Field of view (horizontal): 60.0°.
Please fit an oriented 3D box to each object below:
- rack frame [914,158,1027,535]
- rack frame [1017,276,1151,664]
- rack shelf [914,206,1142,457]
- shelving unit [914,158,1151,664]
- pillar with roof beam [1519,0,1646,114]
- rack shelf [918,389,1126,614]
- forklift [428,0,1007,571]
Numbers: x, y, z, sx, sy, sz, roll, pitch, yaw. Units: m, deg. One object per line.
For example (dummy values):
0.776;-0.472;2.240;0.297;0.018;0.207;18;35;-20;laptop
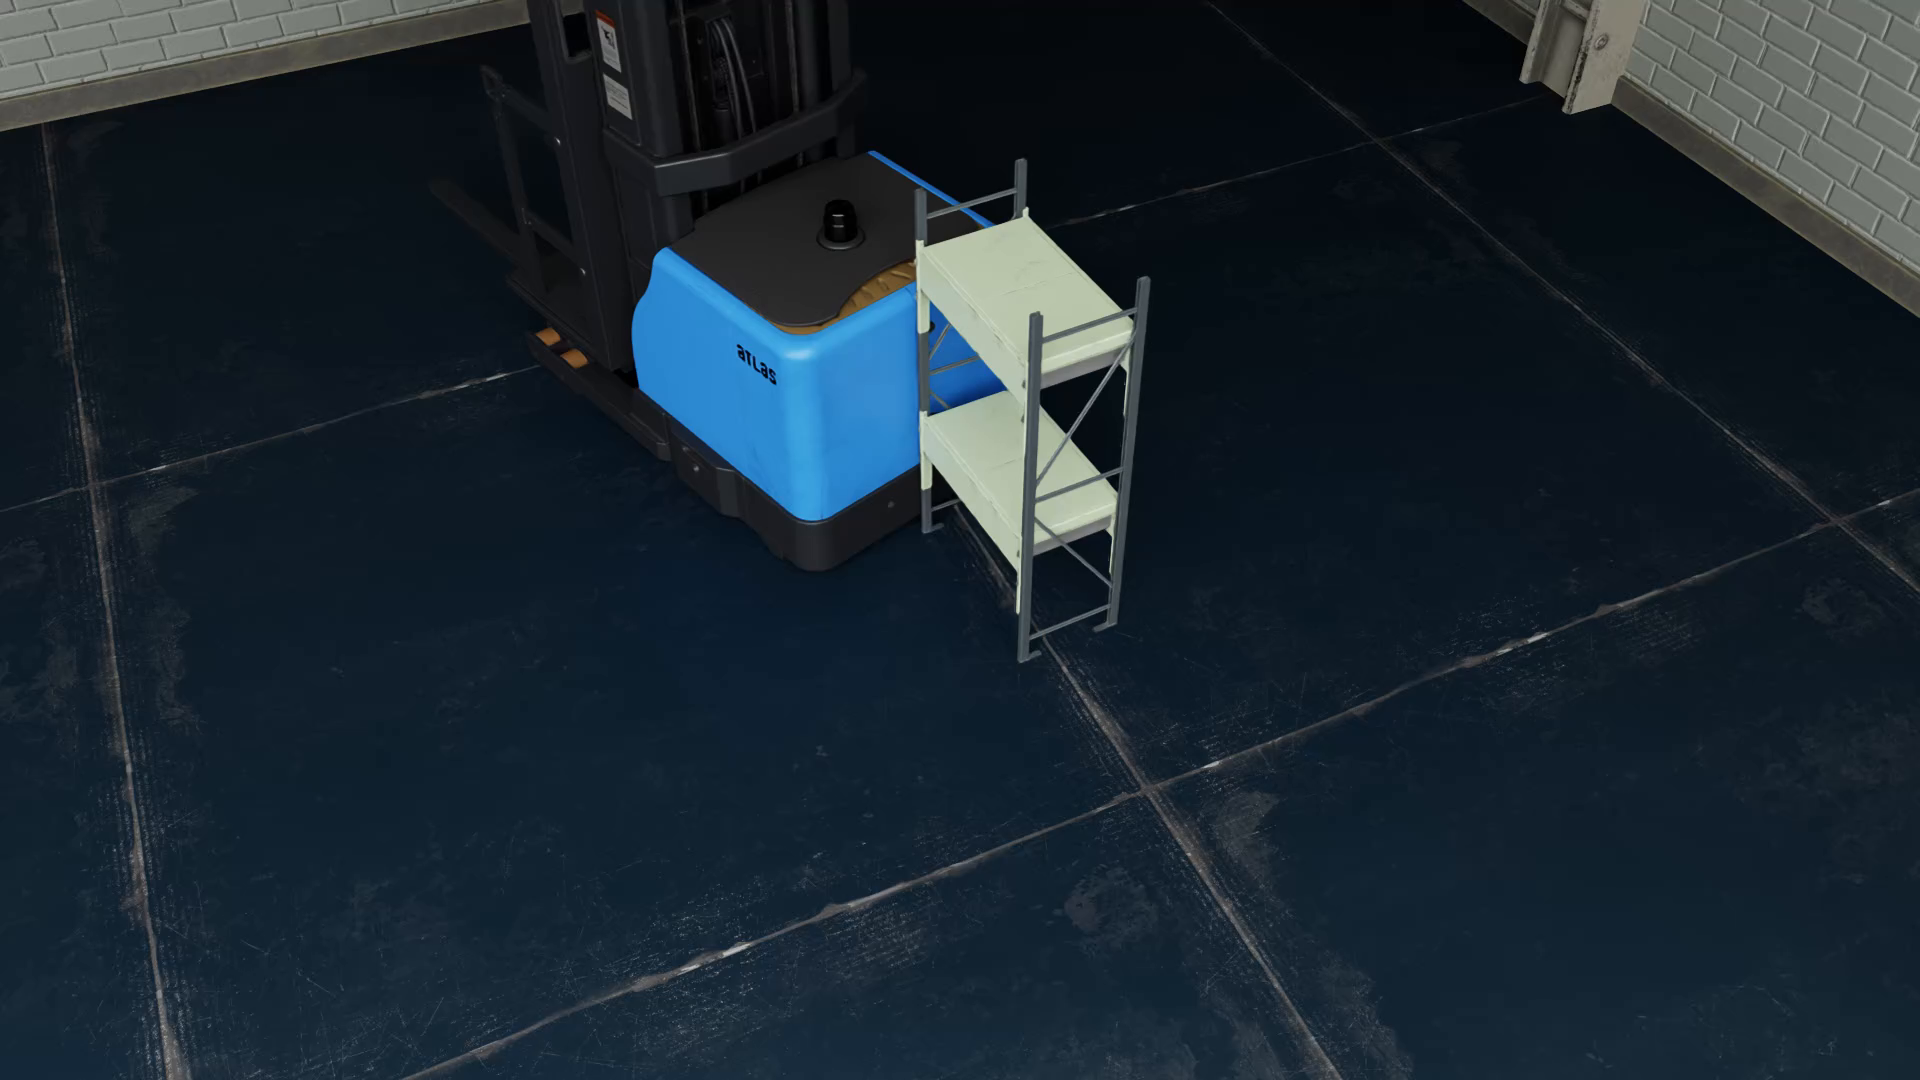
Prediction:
0.036;-0.627;5.817;0.400;1.500;0.023;-21;48;-20;rack frame
0.381;-0.173;5.358;0.400;1.500;0.023;-21;48;-20;rack frame
0.208;-0.678;5.313;0.431;0.370;0.720;-21;48;-20;rack shelf
0.208;-0.400;5.588;0.431;1.500;0.755;-21;48;-20;shelving unit
-0.764;-4.261;4.162;9.100;9.000;0.400;-18;47;-17;pillar with roof beam
0.208;-0.168;5.816;0.431;0.370;0.720;-21;48;-20;rack shelf
-1.161;-1.881;6.070;1.130;2.935;3.031;-33;53;-29;forklift
